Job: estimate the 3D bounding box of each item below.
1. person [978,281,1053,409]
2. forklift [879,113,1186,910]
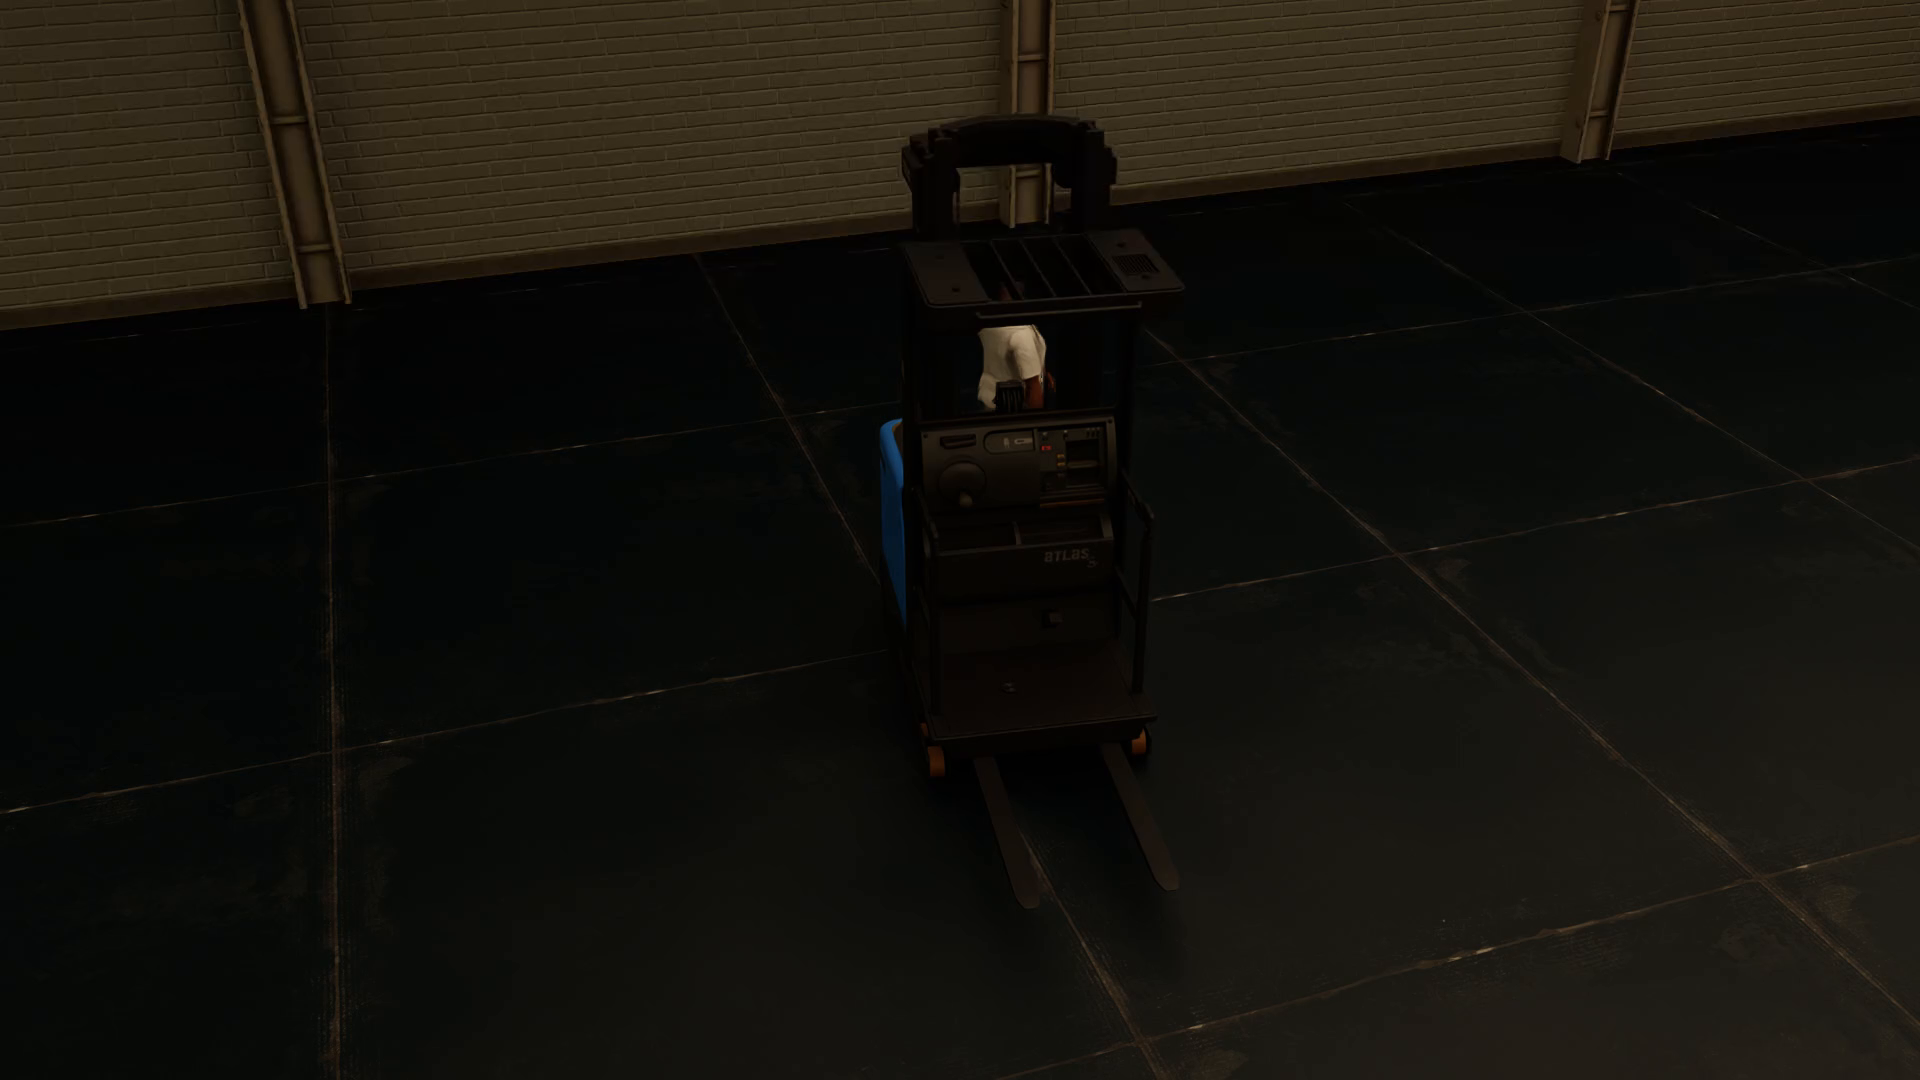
[{"bbox_3d":[0.392,-0.822,9.773,0.880,1.718,0.725,-18,34,-28],"label":"person"},{"bbox_3d":[0.320,-0.315,7.635,1.130,2.935,3.031,-5,30,-9],"label":"forklift"}]
